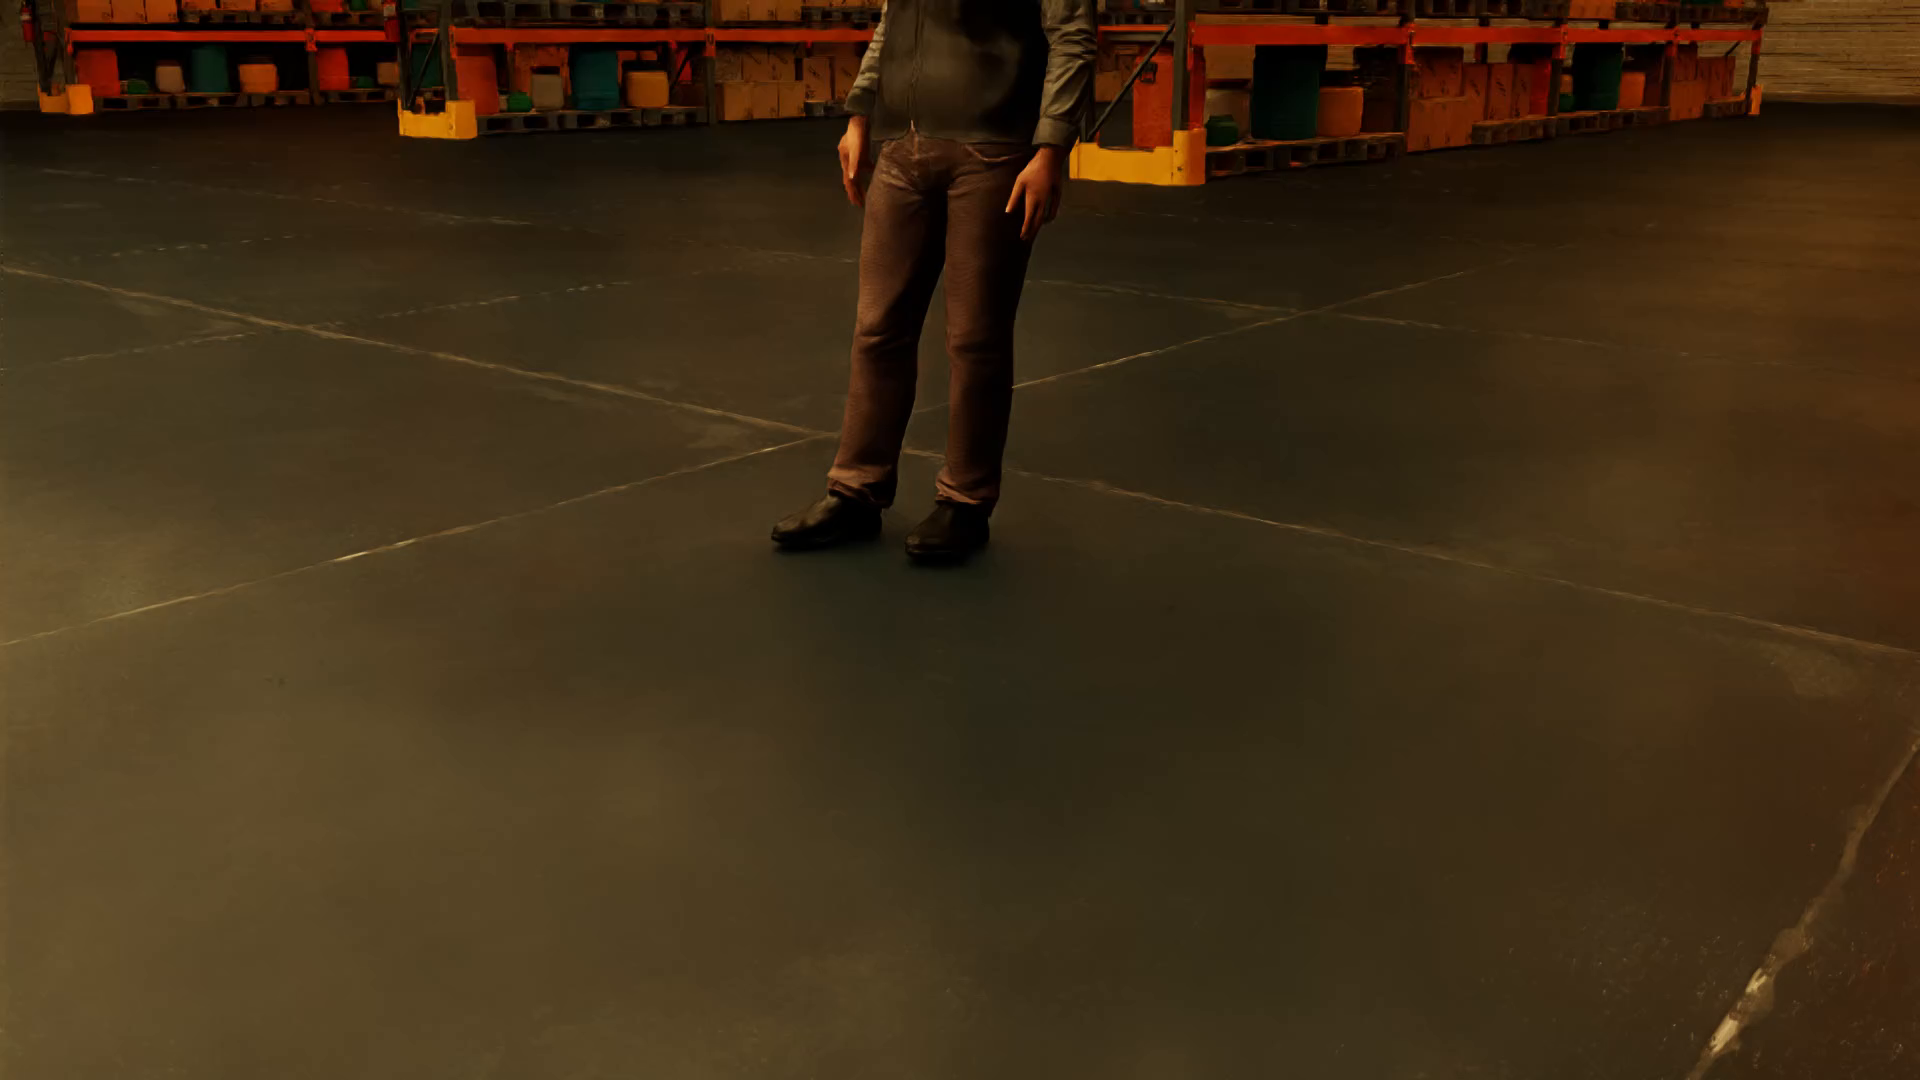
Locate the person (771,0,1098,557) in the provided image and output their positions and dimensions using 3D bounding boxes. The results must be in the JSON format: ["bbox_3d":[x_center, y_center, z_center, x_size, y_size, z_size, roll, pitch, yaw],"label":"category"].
[{"bbox_3d":[-0.046,-0.818,3.649,0.632,1.720,0.567,13,21,37],"label":"person"}]
